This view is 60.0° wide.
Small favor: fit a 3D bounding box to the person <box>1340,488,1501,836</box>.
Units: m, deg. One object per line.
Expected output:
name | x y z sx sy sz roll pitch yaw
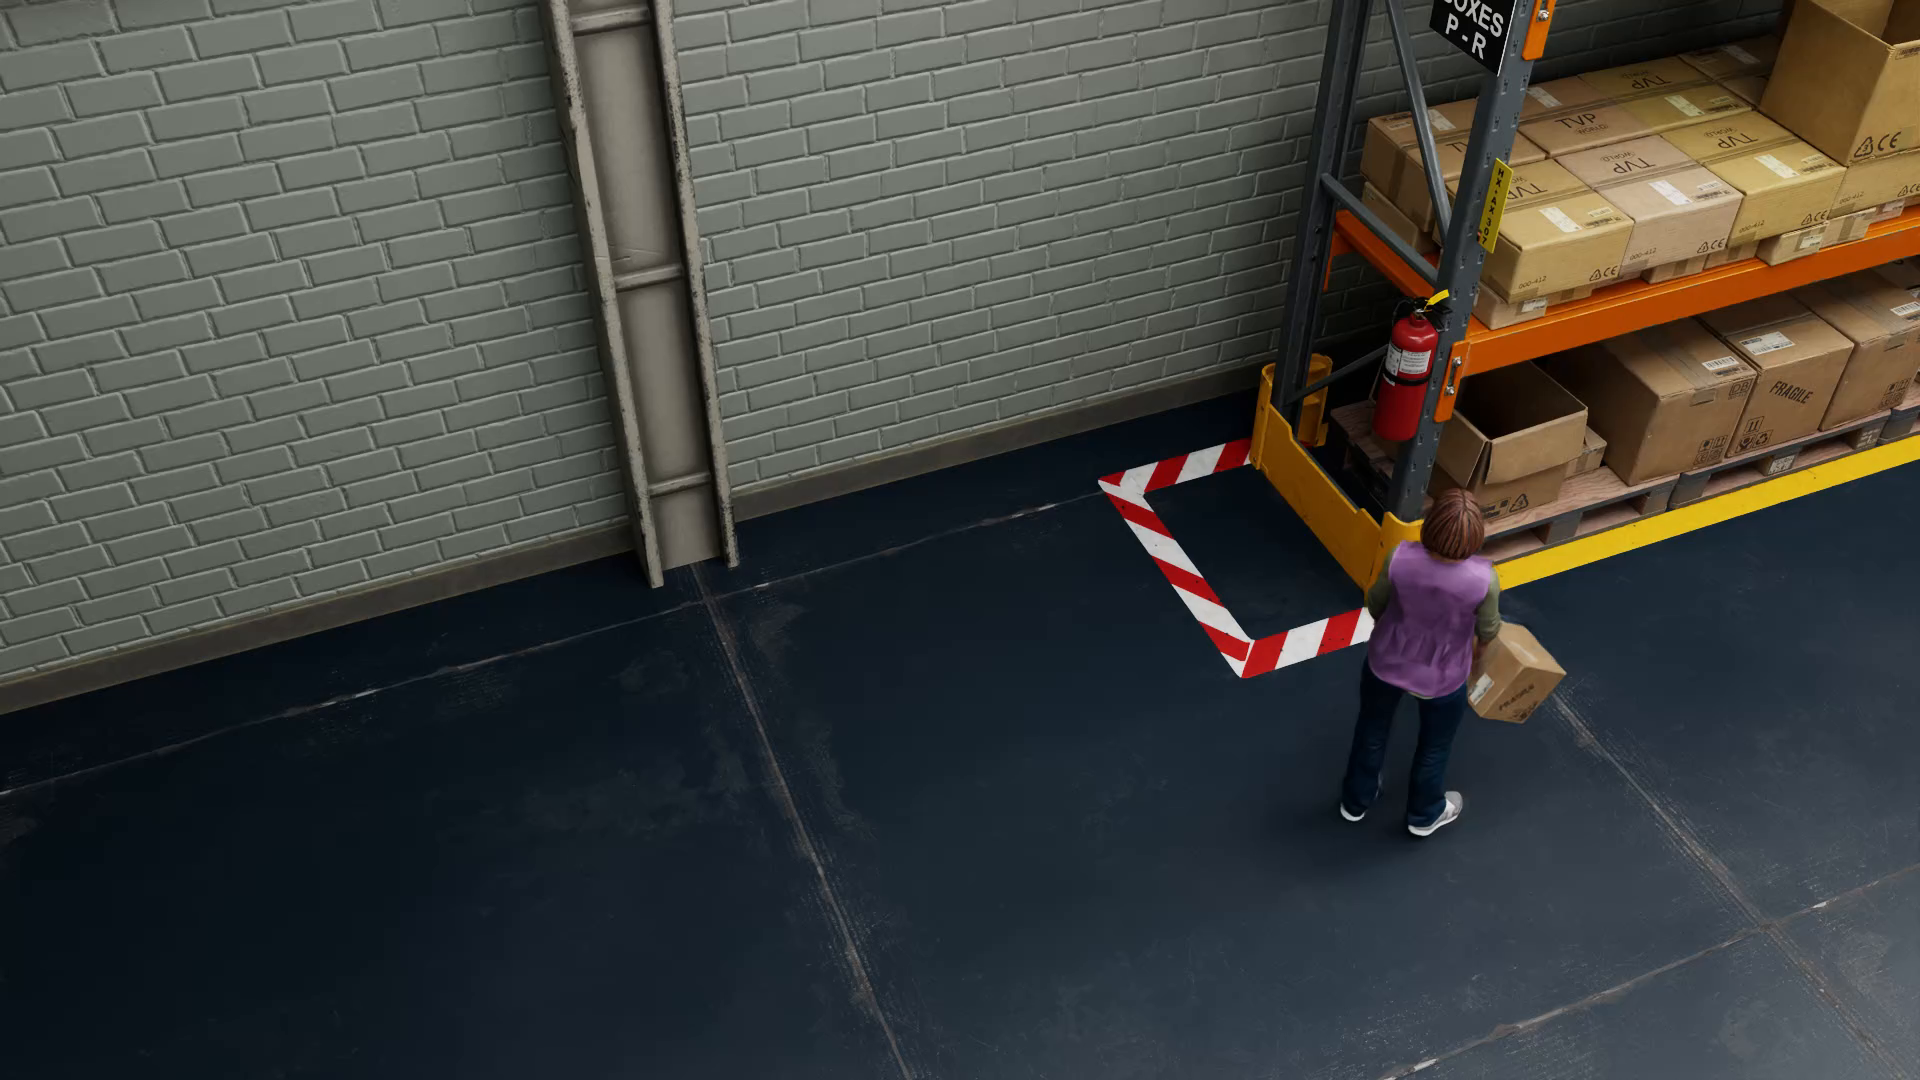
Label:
person | 1.600 0.416 5.690 0.498 1.604 0.395 18 45 19
